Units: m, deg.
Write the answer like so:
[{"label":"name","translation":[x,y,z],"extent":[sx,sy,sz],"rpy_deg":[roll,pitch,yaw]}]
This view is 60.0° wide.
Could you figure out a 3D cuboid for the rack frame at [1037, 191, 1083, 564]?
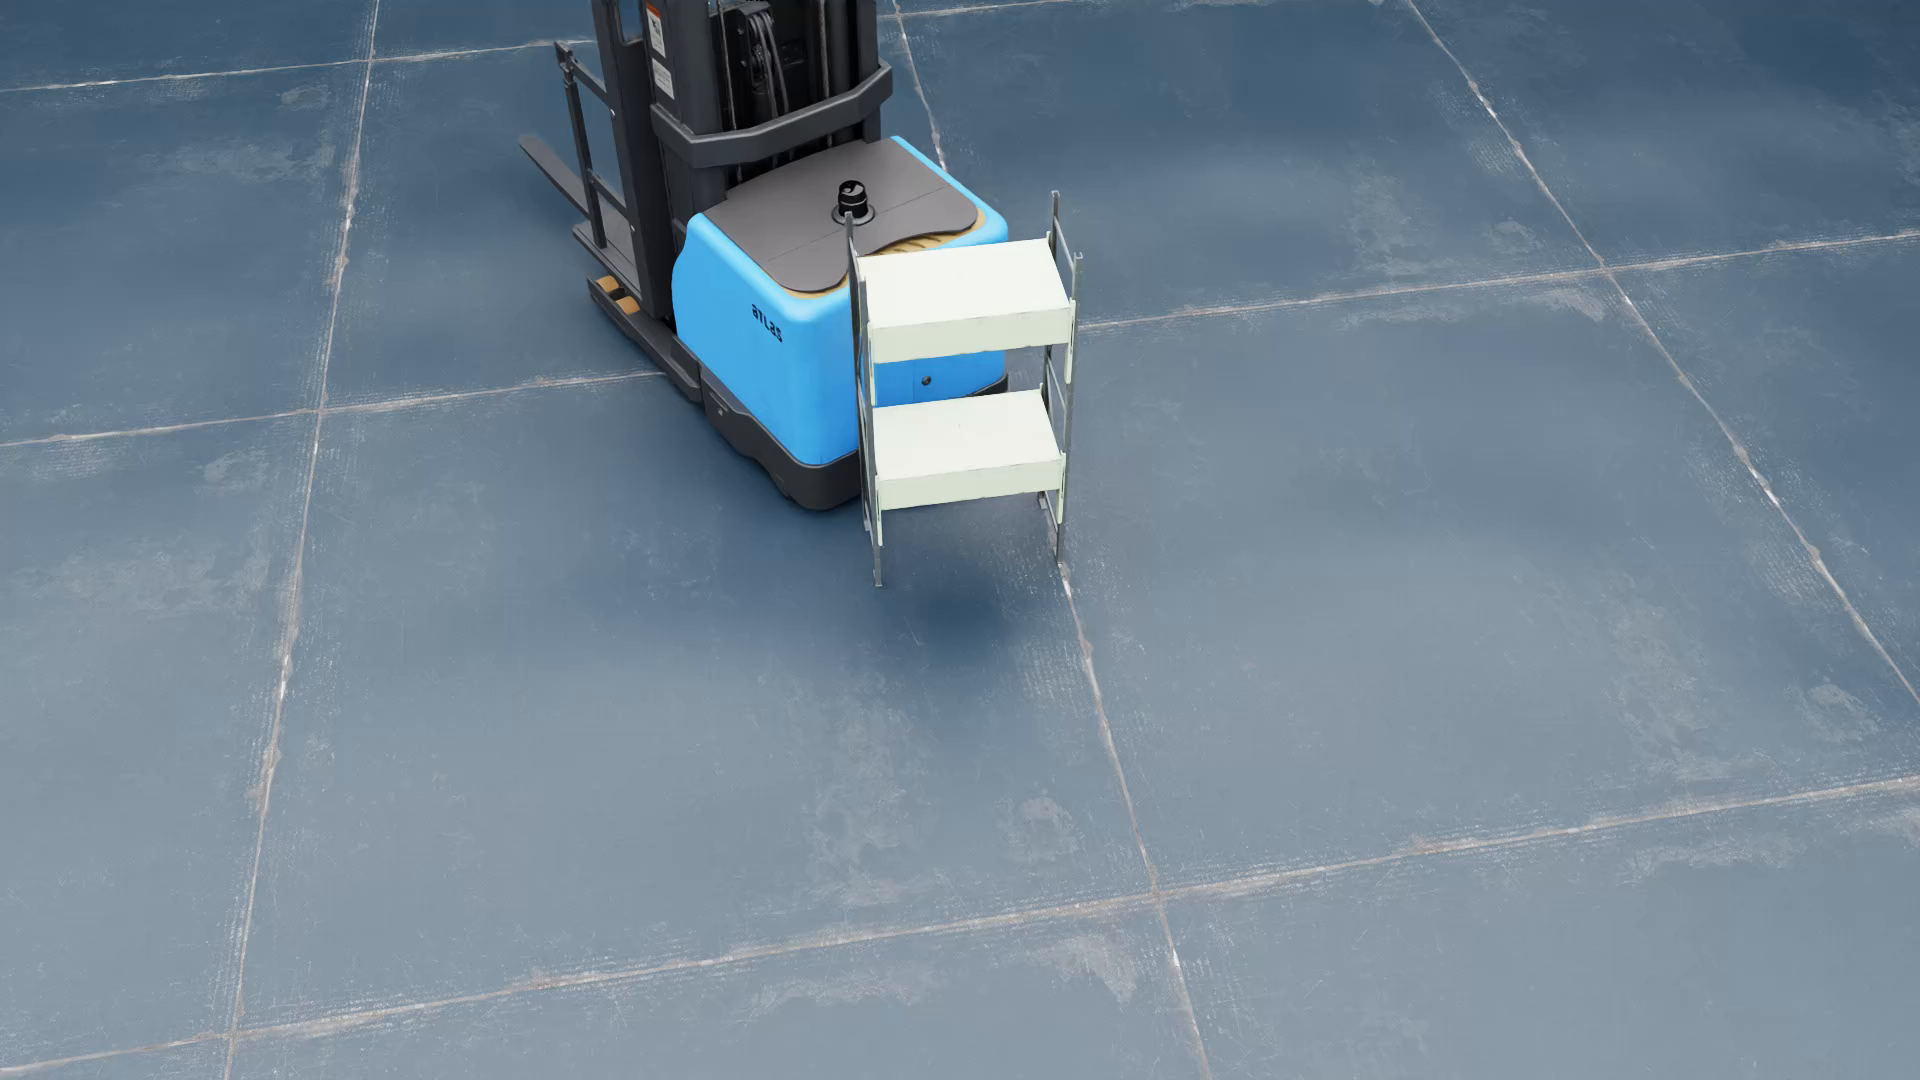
[{"label":"rack frame","translation":[0.367,-0.566,6.254],"extent":[0.023,1.500,0.400],"rpy_deg":[-7,46,-7]}]

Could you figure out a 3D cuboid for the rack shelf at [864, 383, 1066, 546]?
[{"label":"rack shelf","translation":[0.007,-0.295,6.445],"extent":[0.720,0.370,0.431],"rpy_deg":[-7,46,-7]}]

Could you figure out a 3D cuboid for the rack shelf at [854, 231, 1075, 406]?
[{"label":"rack shelf","translation":[0.007,-0.792,5.930],"extent":[0.720,0.370,0.431],"rpy_deg":[-7,46,-7]}]

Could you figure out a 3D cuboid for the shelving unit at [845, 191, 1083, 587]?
[{"label":"shelving unit","translation":[0.007,-0.521,6.211],"extent":[0.755,1.500,0.431],"rpy_deg":[-7,46,-7]}]

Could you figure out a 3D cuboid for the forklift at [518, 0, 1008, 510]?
[{"label":"forklift","translation":[-1.071,-2.159,6.795],"extent":[1.130,2.935,3.031],"rpy_deg":[-28,52,-24]}]

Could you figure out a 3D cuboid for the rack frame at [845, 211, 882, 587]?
[{"label":"rack frame","translation":[-0.354,-0.476,6.167],"extent":[0.023,1.500,0.400],"rpy_deg":[-7,46,-7]}]
